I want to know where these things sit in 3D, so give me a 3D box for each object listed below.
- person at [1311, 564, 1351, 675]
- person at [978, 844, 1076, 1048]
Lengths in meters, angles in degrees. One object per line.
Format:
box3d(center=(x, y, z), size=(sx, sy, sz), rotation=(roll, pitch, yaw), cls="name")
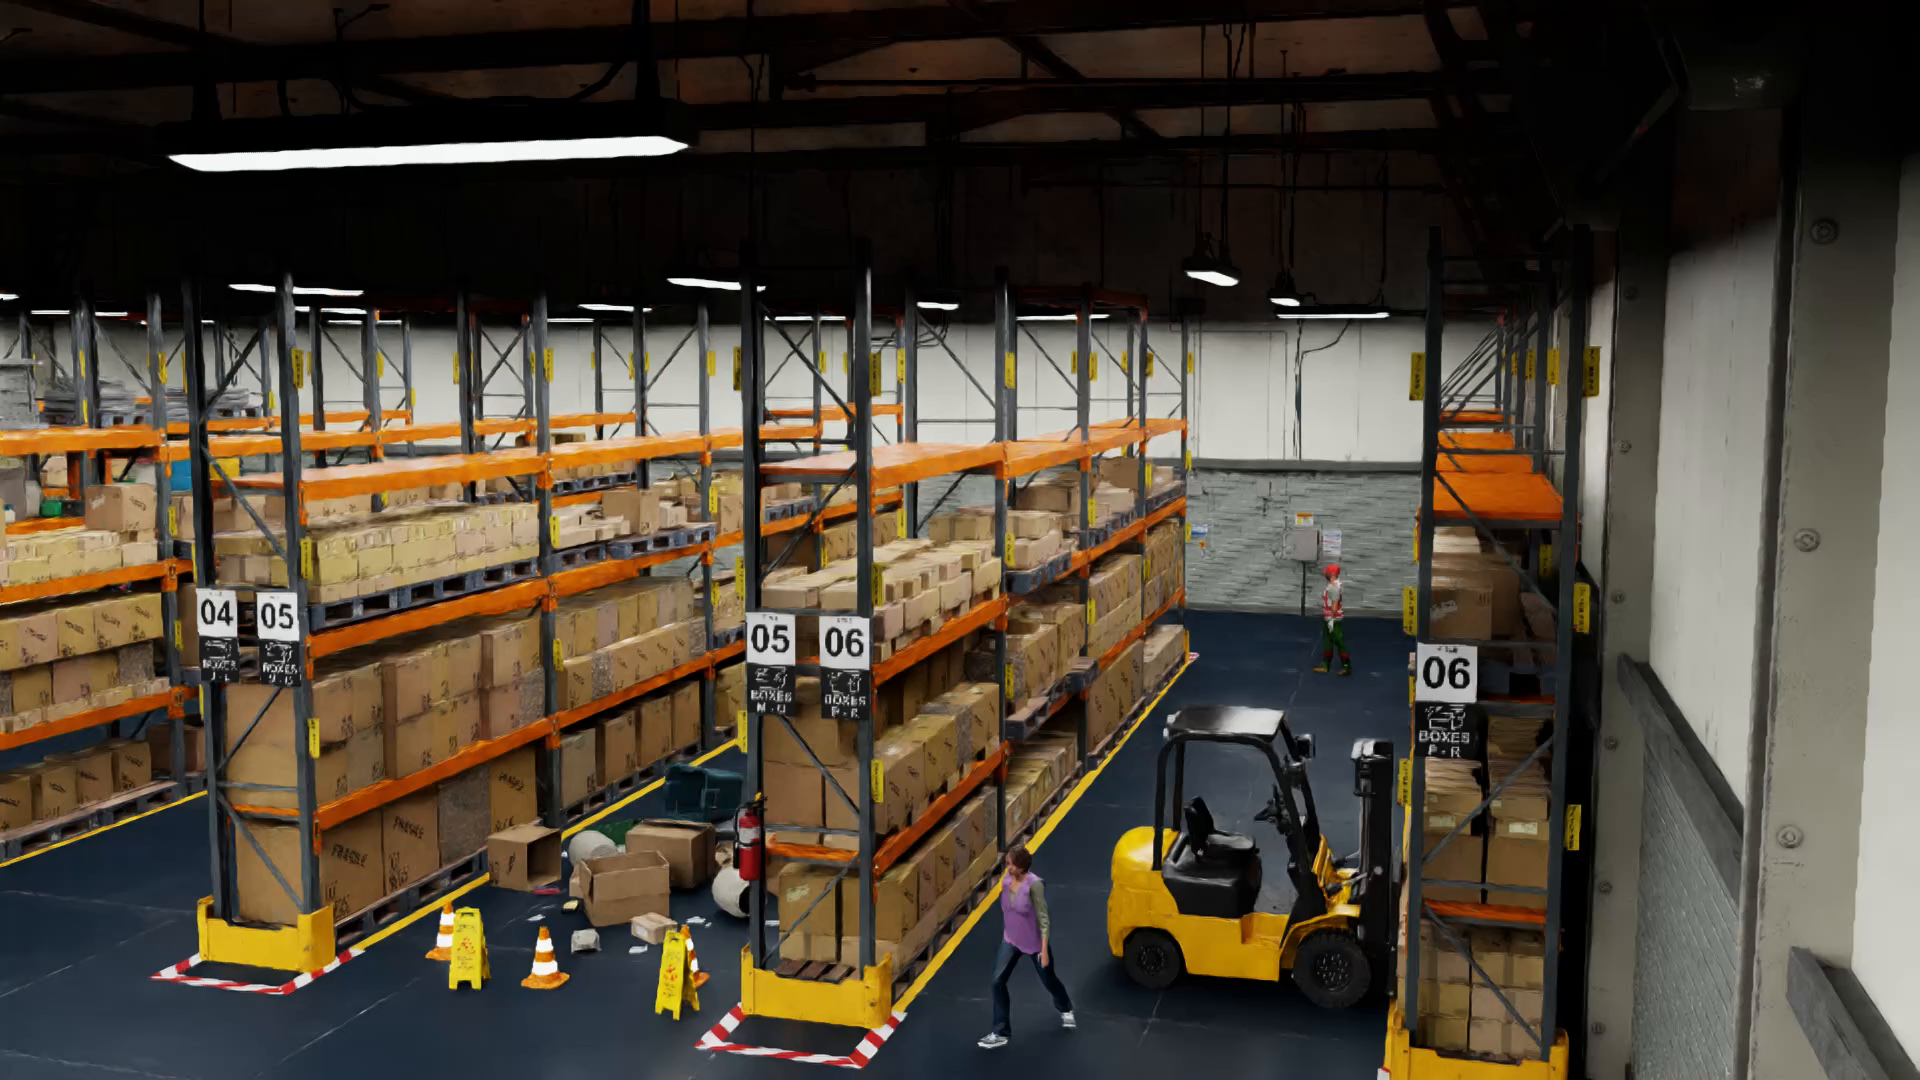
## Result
box3d(center=(6.027, 1.271, 26.957), size=(0.621, 1.790, 0.772), rotation=(1, 6, 9), cls="person")
box3d(center=(0.527, 3.006, 12.494), size=(0.459, 1.531, 0.875), rotation=(5, 8, 38), cls="person")
